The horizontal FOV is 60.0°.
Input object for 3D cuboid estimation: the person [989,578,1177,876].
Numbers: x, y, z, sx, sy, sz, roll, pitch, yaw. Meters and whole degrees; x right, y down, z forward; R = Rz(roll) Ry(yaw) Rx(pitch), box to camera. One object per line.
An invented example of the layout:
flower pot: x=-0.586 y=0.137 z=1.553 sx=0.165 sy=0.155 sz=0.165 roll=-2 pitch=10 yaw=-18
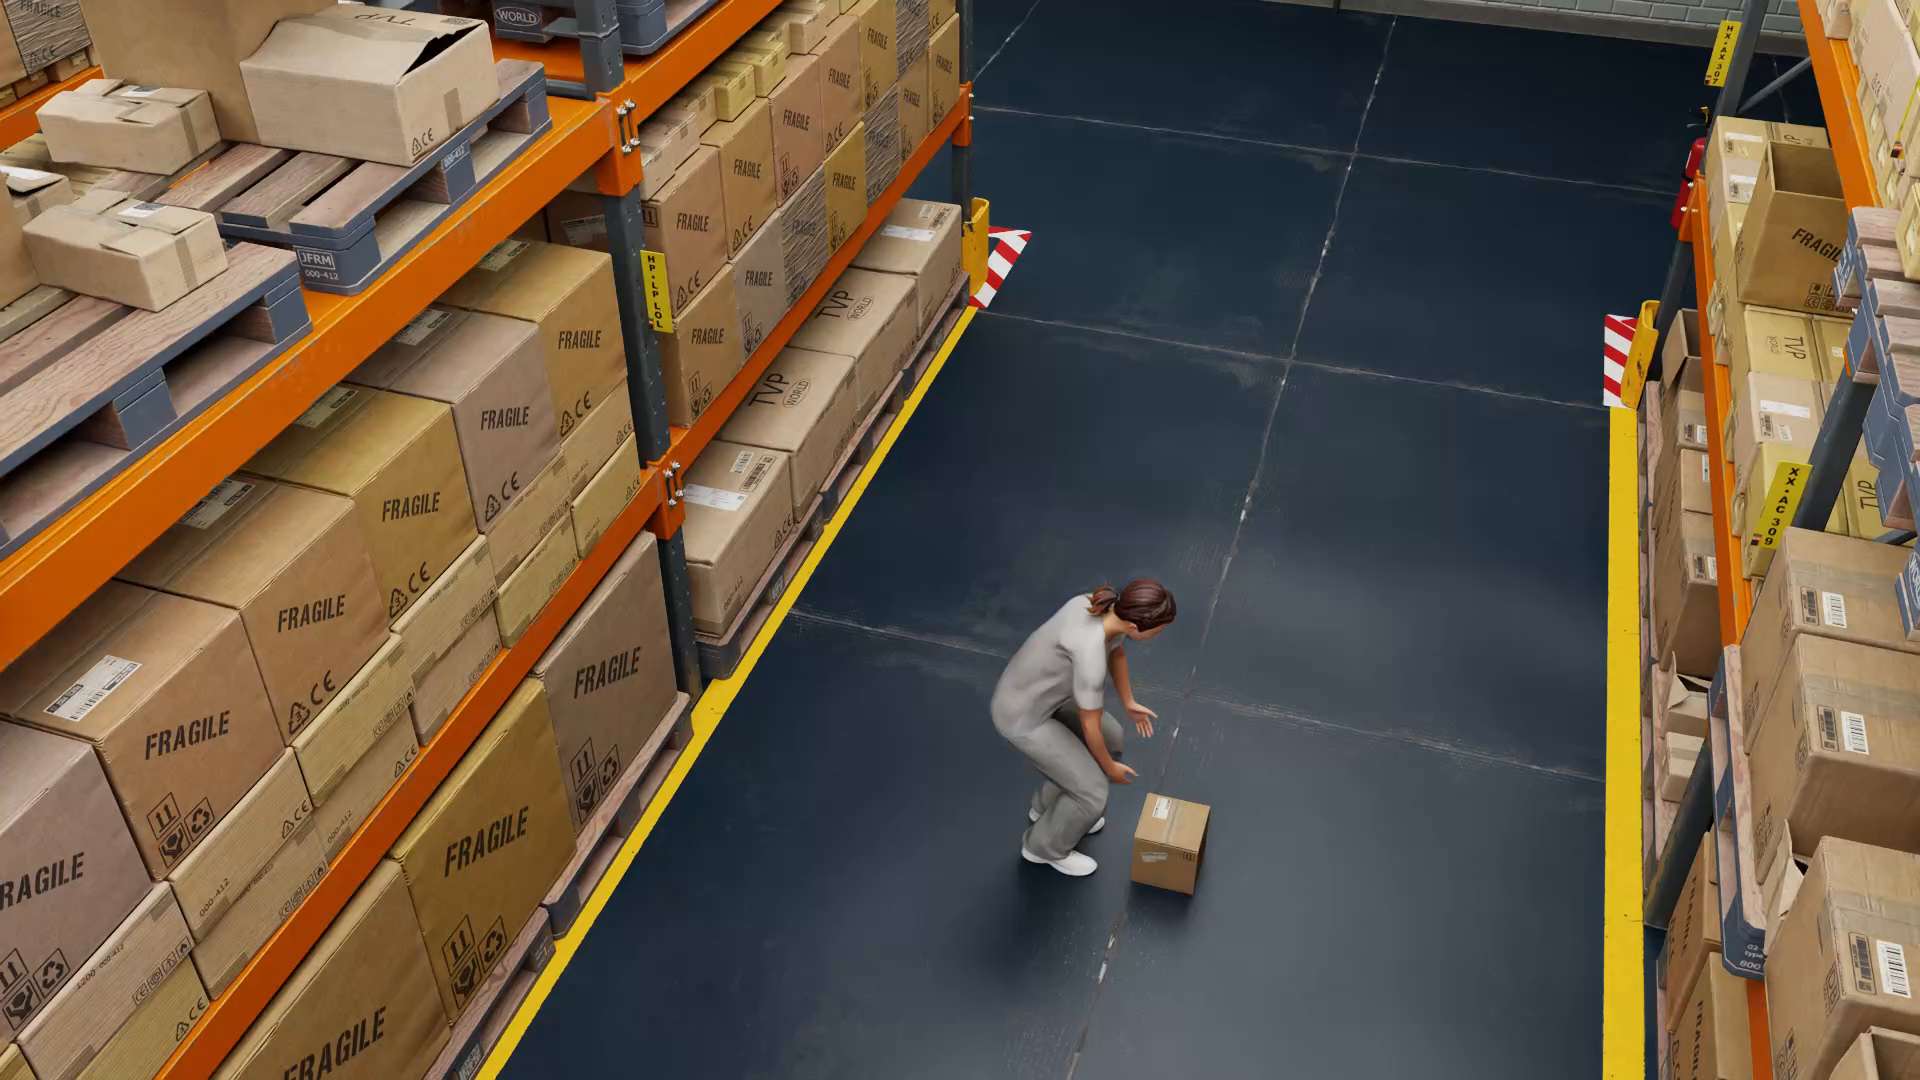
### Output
person: x=0.453 y=0.656 z=6.290 sx=0.652 sy=1.362 sz=0.491 roll=11 pitch=39 yaw=14
